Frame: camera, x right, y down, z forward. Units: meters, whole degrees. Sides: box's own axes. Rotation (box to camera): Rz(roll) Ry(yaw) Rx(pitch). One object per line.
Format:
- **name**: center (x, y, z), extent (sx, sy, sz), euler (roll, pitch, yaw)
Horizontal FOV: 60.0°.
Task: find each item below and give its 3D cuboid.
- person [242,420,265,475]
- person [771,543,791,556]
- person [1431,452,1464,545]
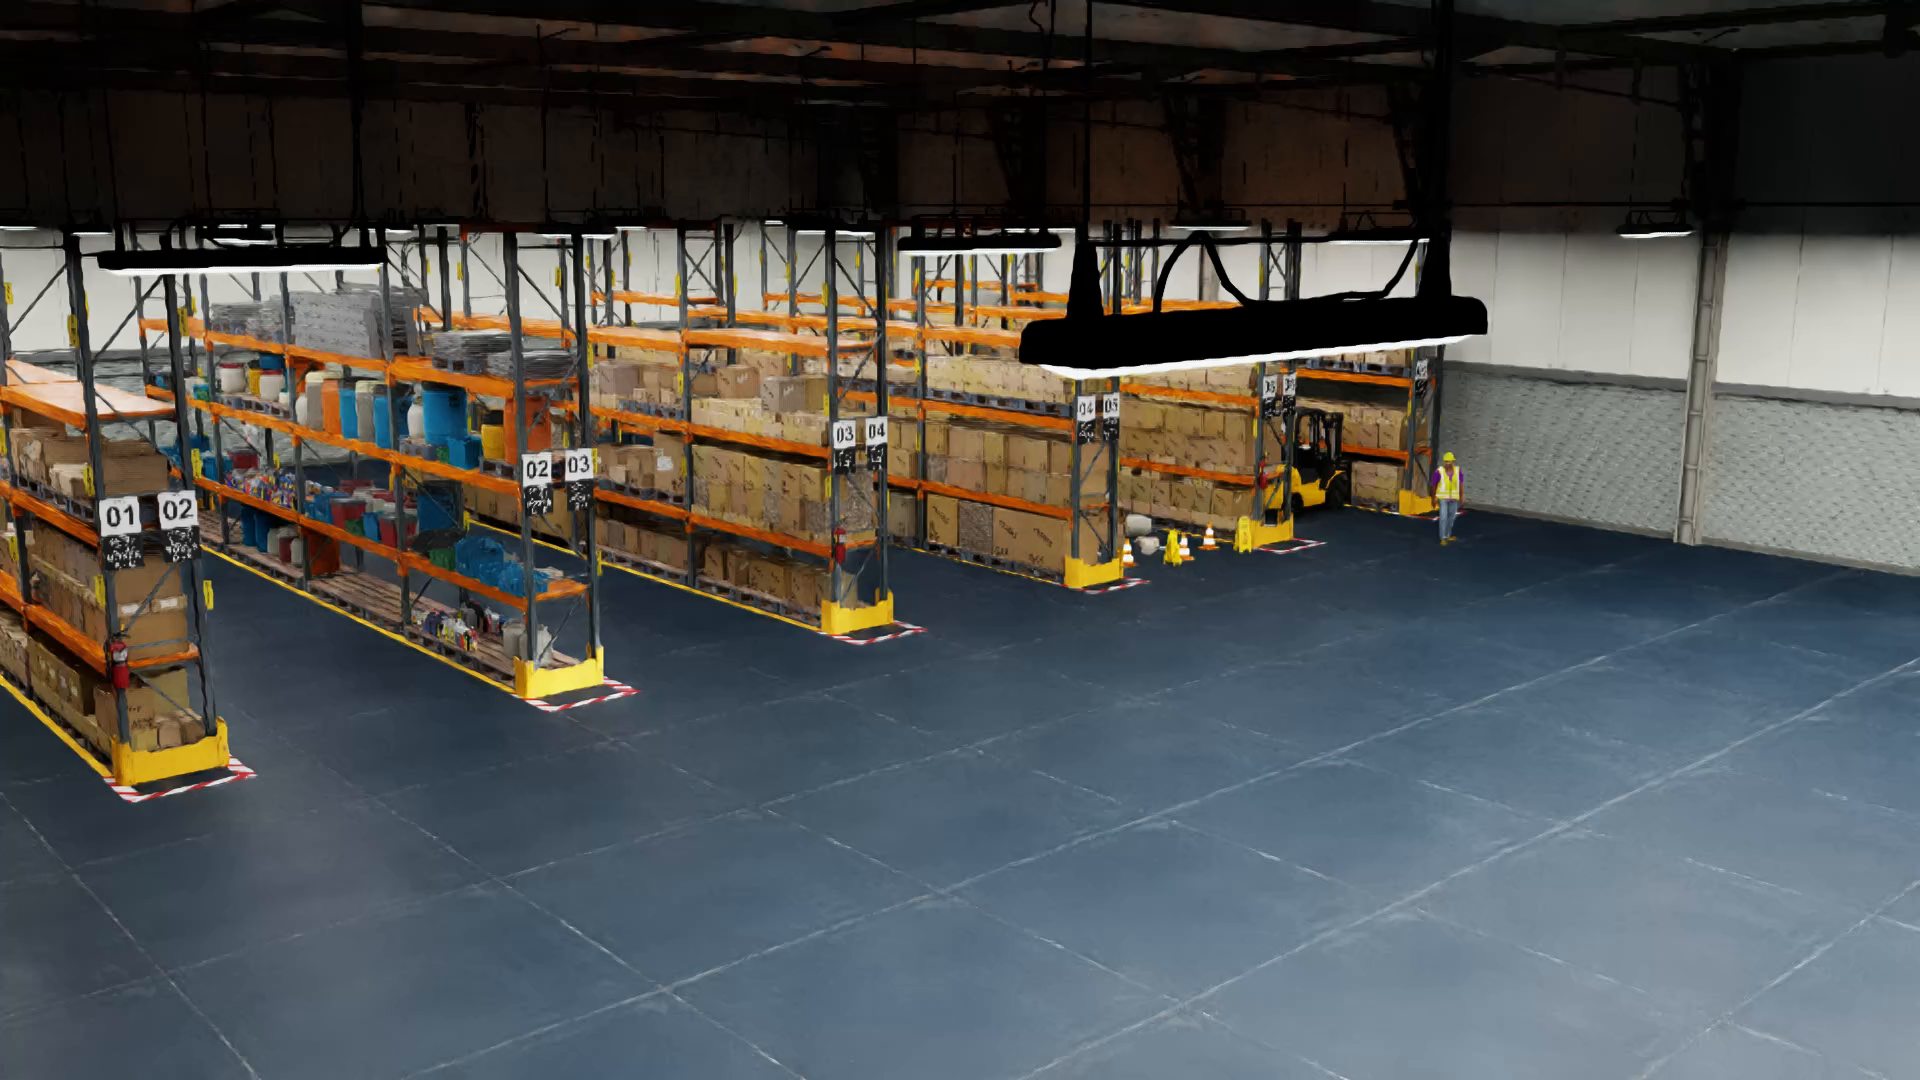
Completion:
- **person**: center (-16.165, -2.100, 37.999), extent (0.566, 1.660, 0.691), euler (0, 11, -2)
- **person**: center (-3.279, -0.468, 29.904), extent (0.453, 1.677, 0.525), euler (-2, 12, -11)
- **person**: center (9.208, -0.801, 31.441), extent (0.603, 1.751, 0.570), euler (0, 11, -2)
